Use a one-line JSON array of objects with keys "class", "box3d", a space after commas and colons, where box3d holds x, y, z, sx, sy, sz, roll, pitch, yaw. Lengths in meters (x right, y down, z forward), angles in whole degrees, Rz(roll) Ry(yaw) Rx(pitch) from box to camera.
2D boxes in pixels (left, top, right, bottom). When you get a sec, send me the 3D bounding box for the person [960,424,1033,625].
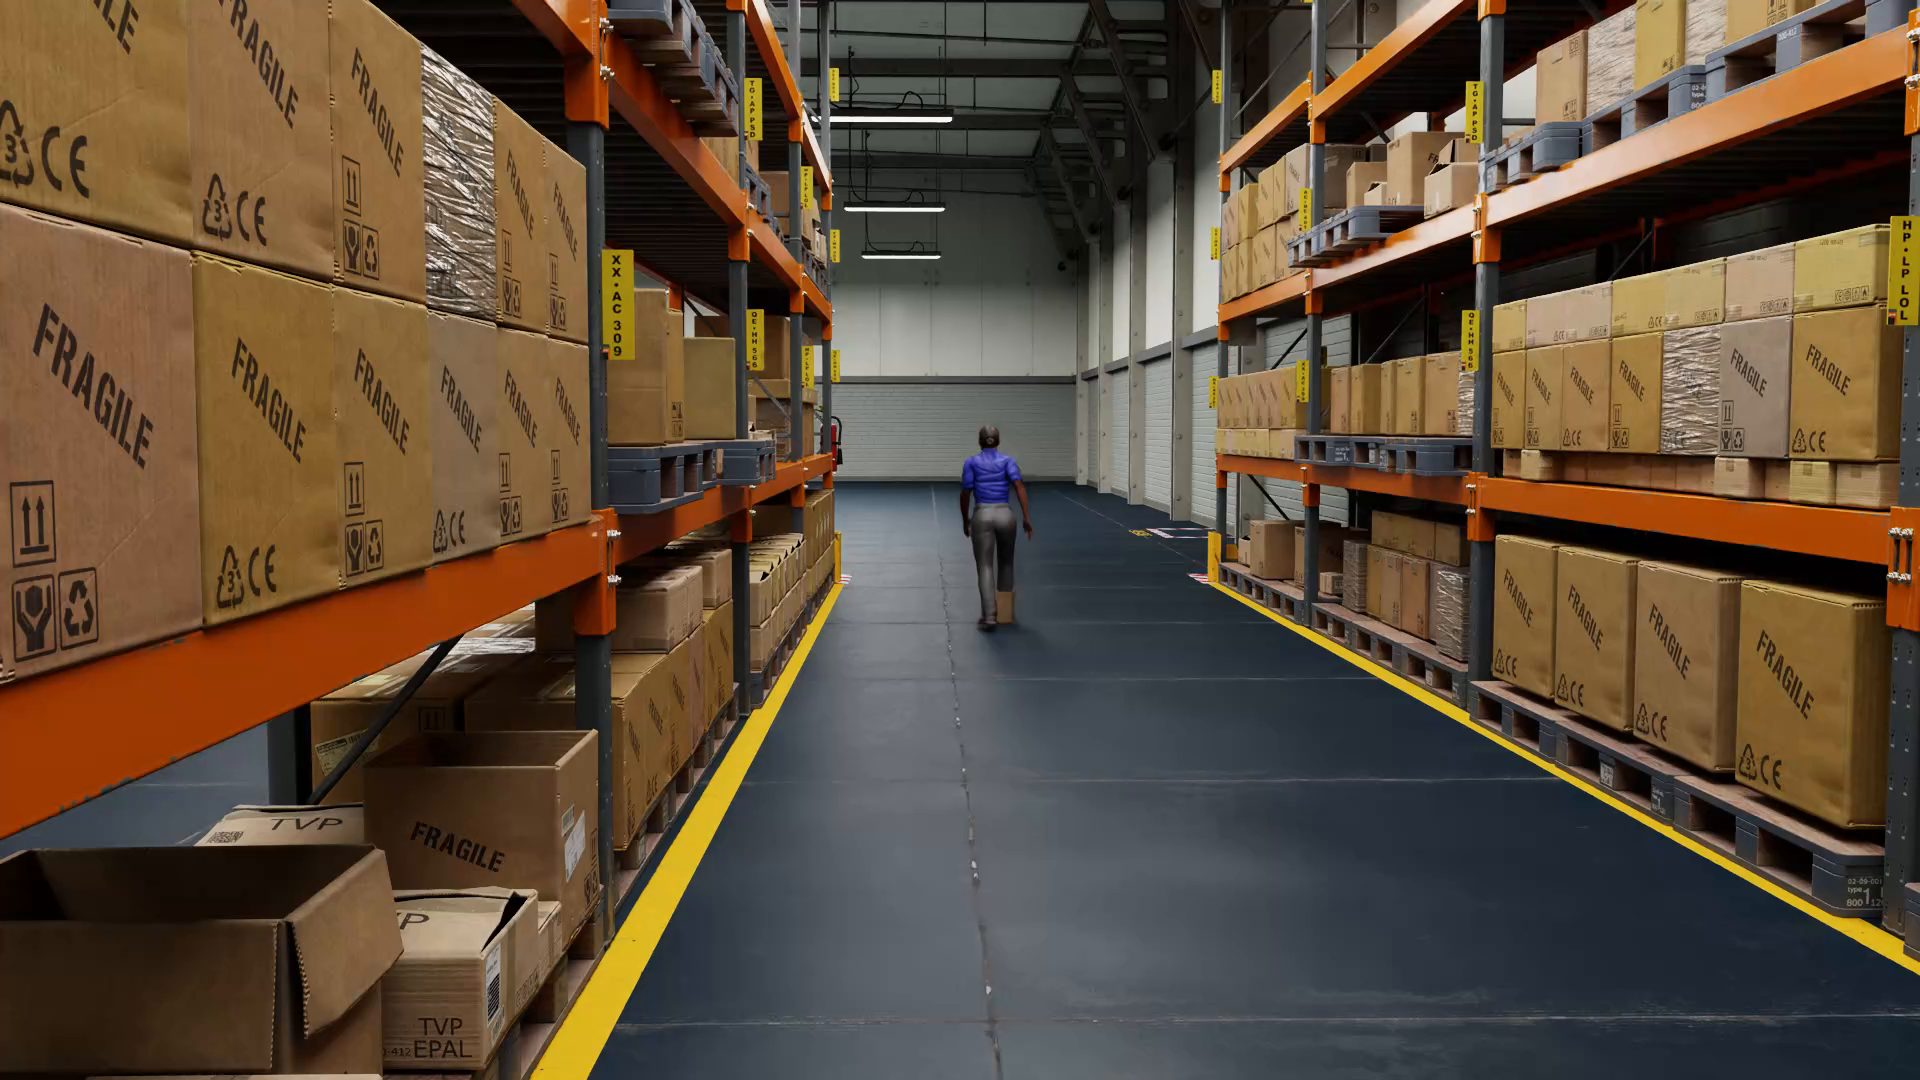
[{"class": "person", "box3d": [0.277, -0.120, 13.269, 0.552, 1.606, 0.927, -1, 4, -8]}]
